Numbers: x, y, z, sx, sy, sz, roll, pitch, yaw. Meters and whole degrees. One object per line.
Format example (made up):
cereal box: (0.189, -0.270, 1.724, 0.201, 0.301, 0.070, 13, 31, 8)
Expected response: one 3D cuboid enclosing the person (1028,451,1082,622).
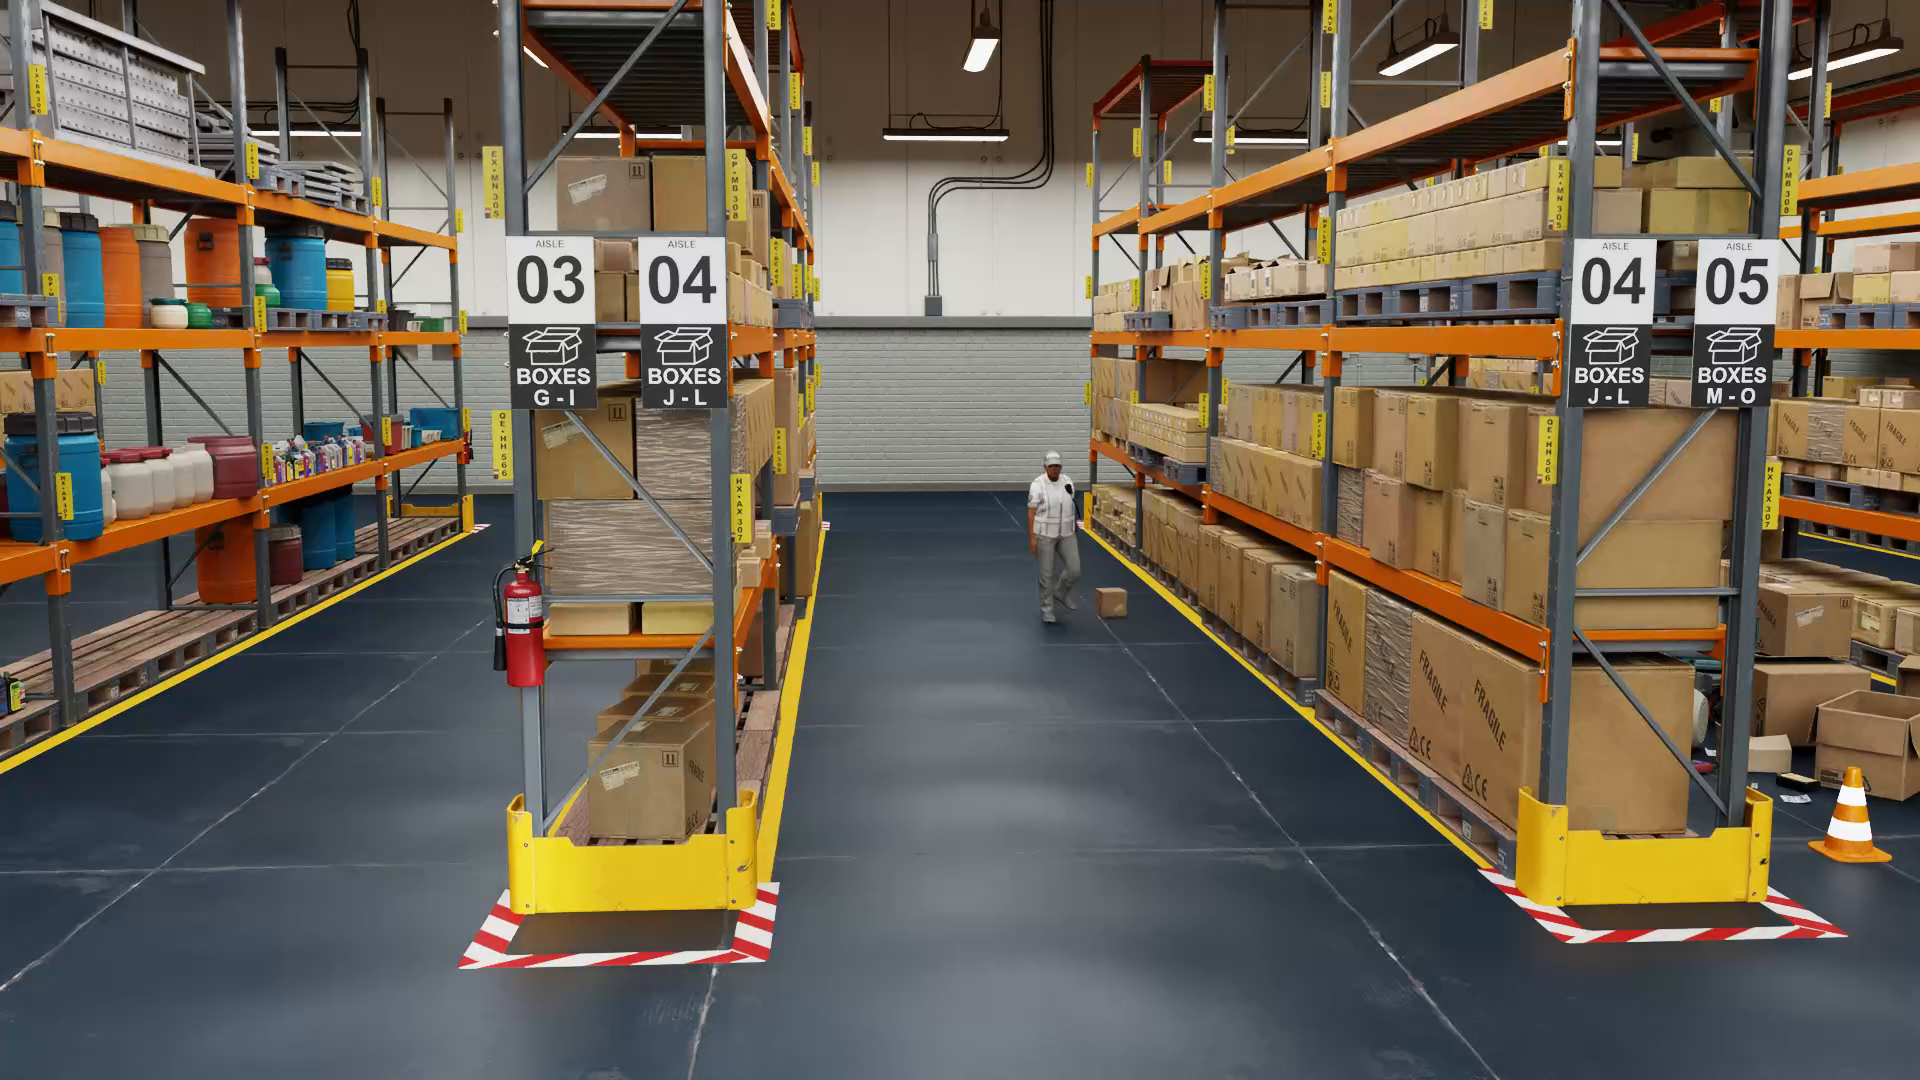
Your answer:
person: (0.912, -0.035, 15.970, 0.549, 1.656, 0.501, -2, 7, -16)
